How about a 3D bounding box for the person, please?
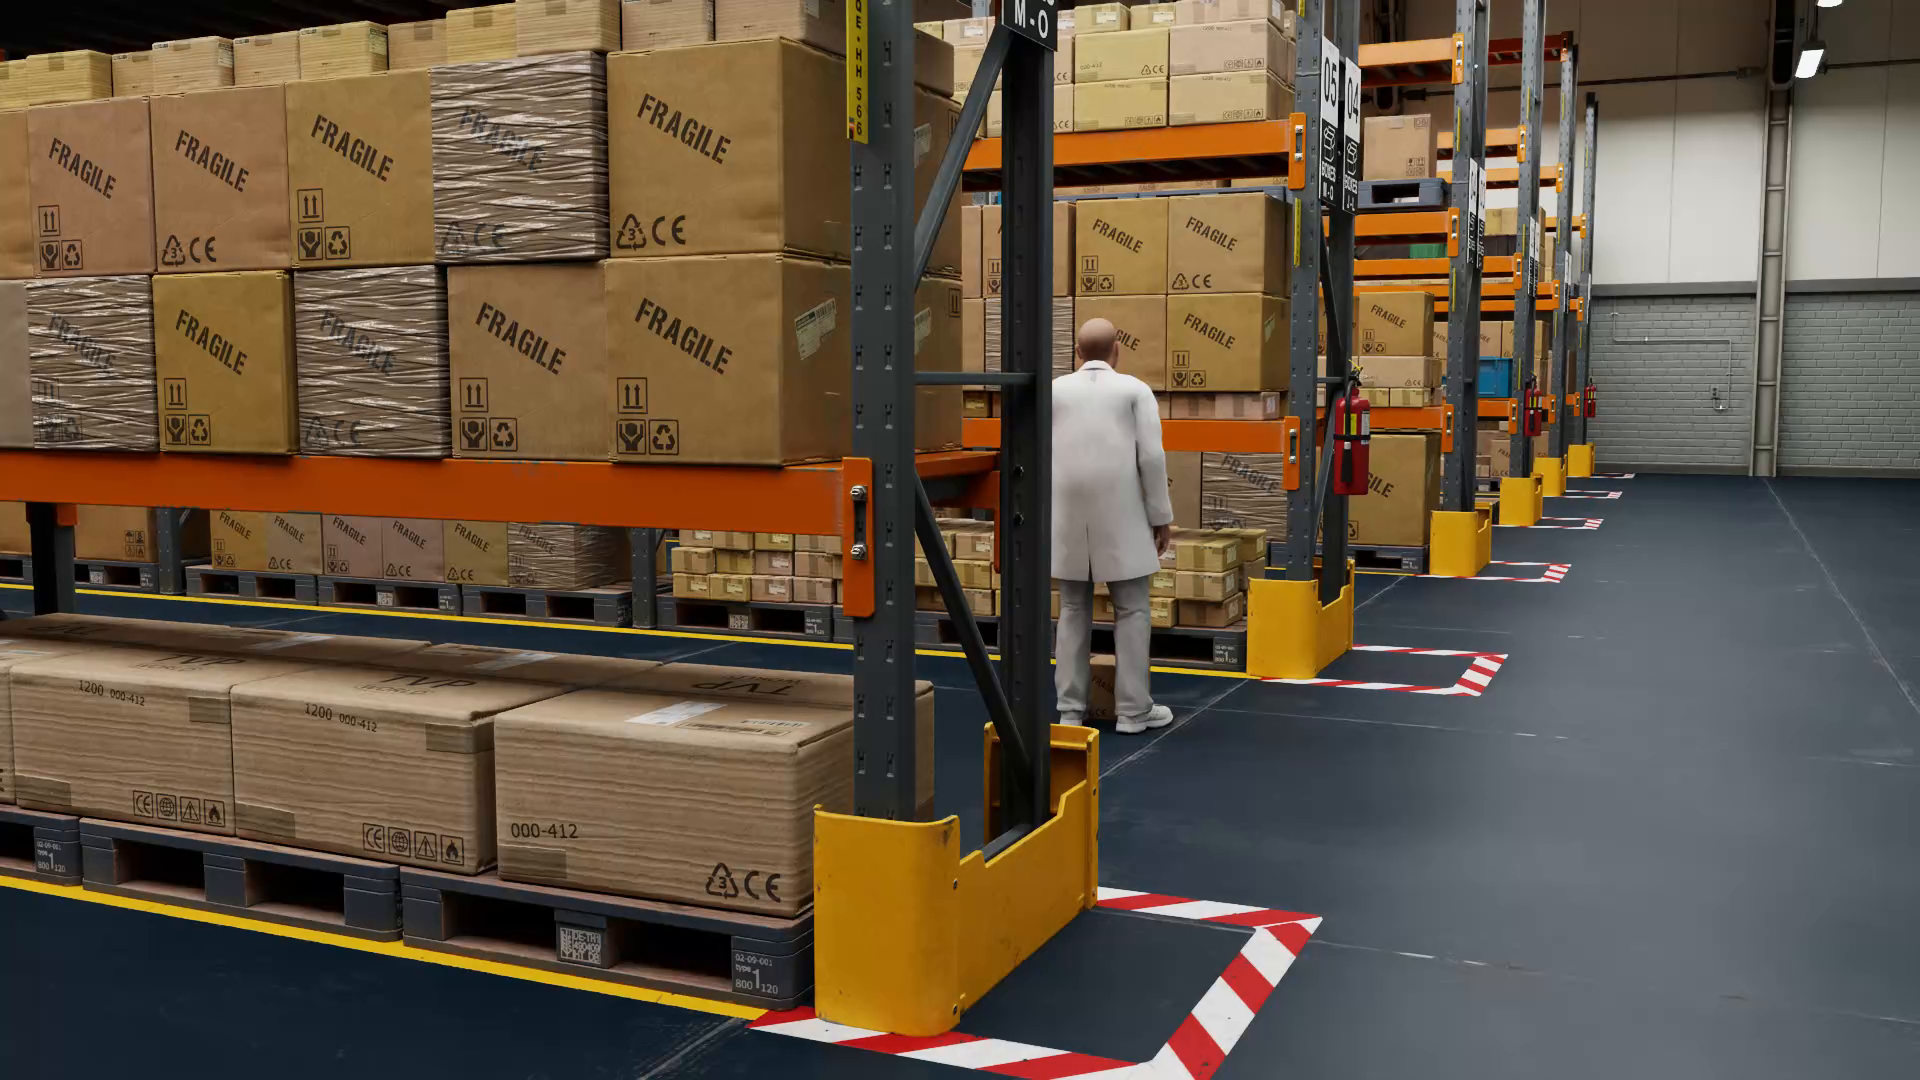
[{"bbox_3d":[-2.725,-0.813,15.007,12.570,1.775,12.570,2,6,21],"label":"person"}]
